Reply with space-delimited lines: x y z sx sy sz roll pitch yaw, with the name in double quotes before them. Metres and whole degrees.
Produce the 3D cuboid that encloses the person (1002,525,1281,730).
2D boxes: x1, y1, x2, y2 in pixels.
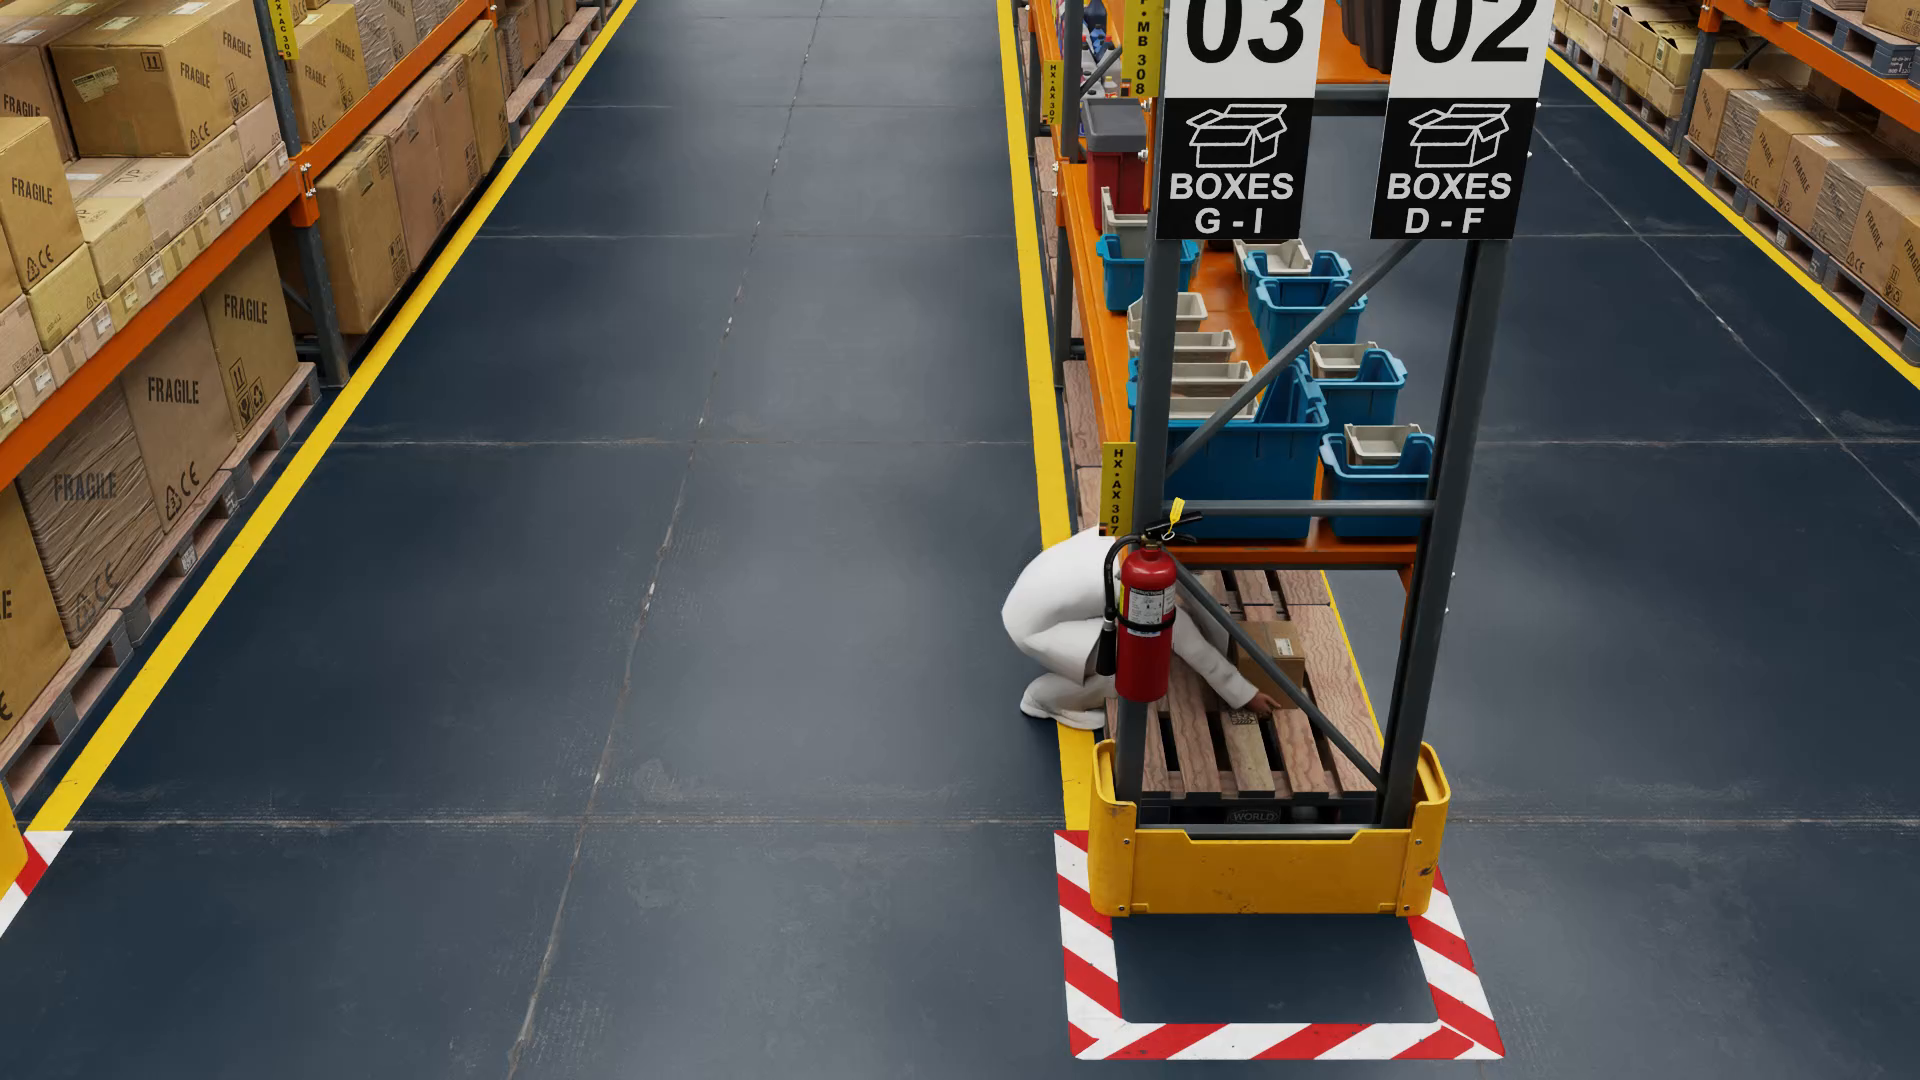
"person" 0.726 0.339 6.514 1.131 0.824 0.591 9 32 15
